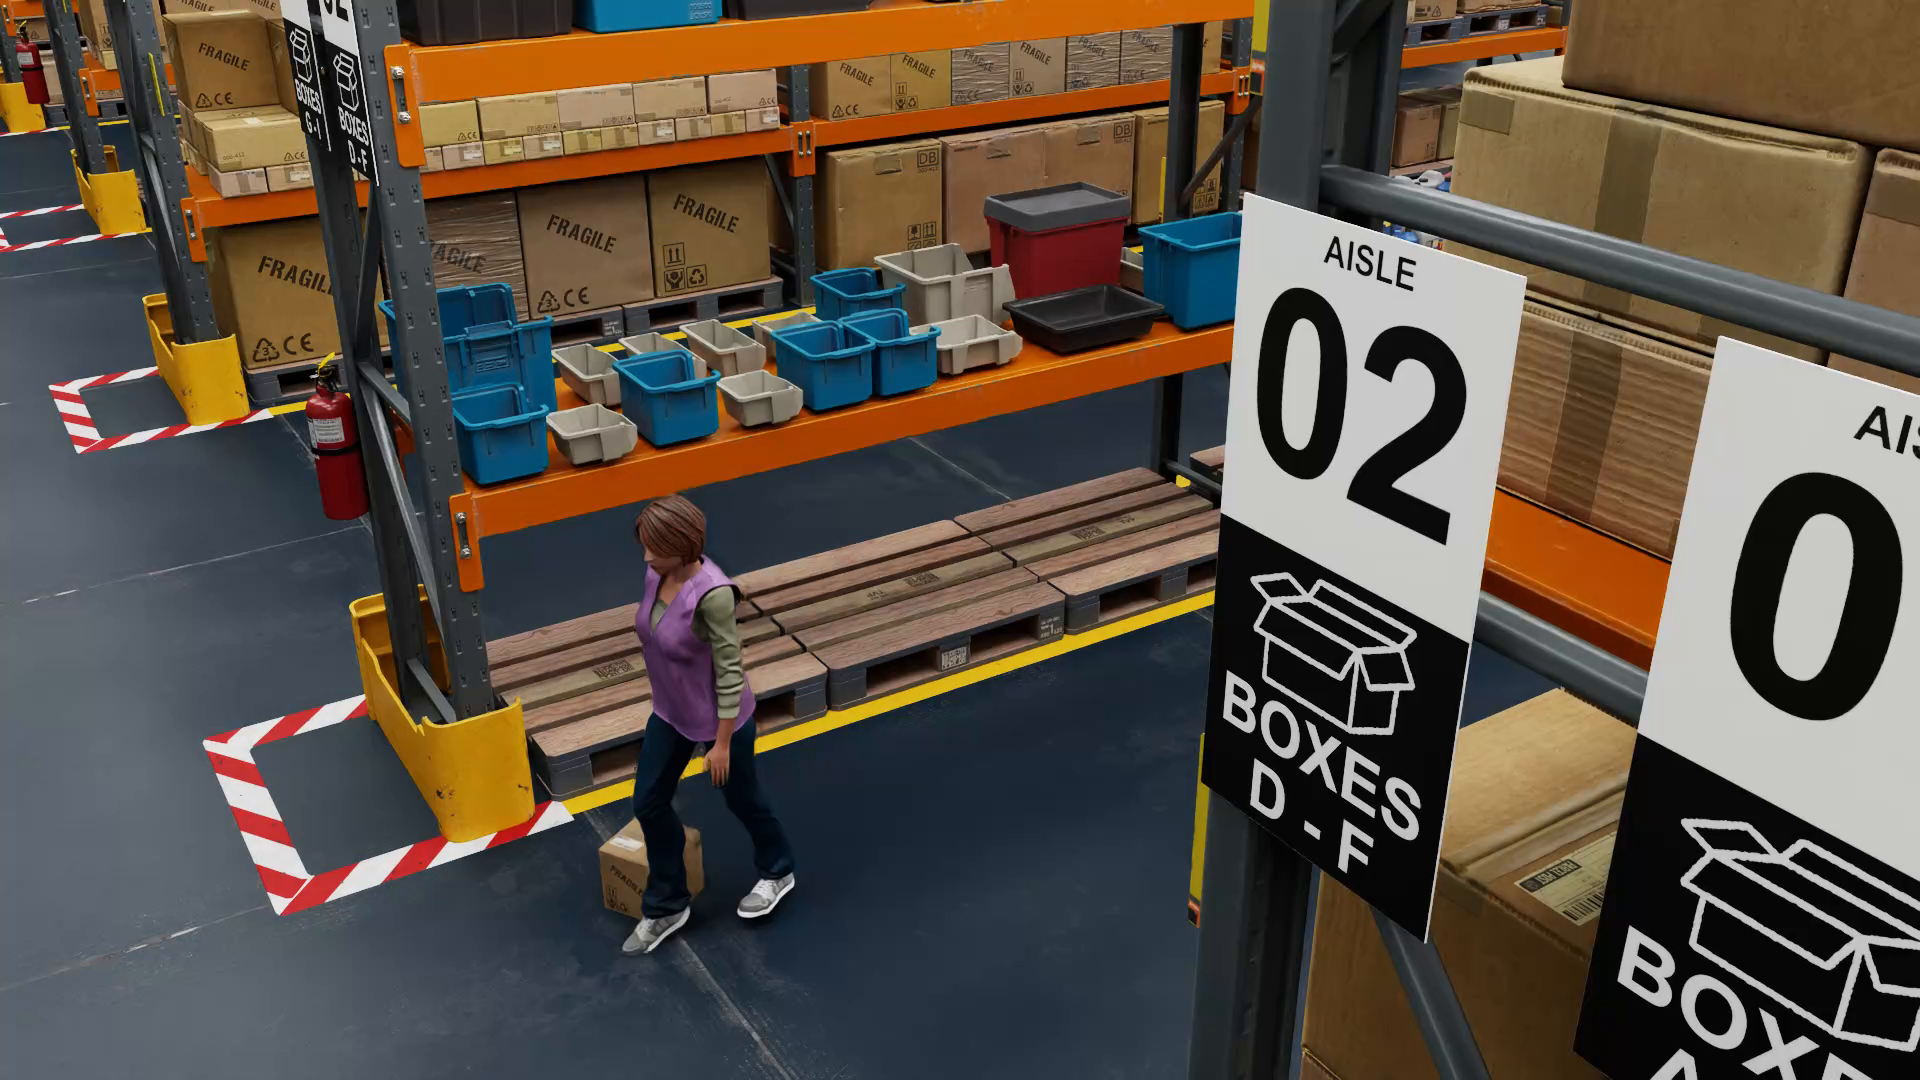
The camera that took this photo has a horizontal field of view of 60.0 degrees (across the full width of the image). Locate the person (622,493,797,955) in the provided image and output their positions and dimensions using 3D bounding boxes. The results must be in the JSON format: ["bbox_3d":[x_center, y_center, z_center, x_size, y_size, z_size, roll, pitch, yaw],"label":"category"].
[{"bbox_3d":[-0.852,0.600,5.390,0.485,1.634,0.633,22,33,38],"label":"person"}]
